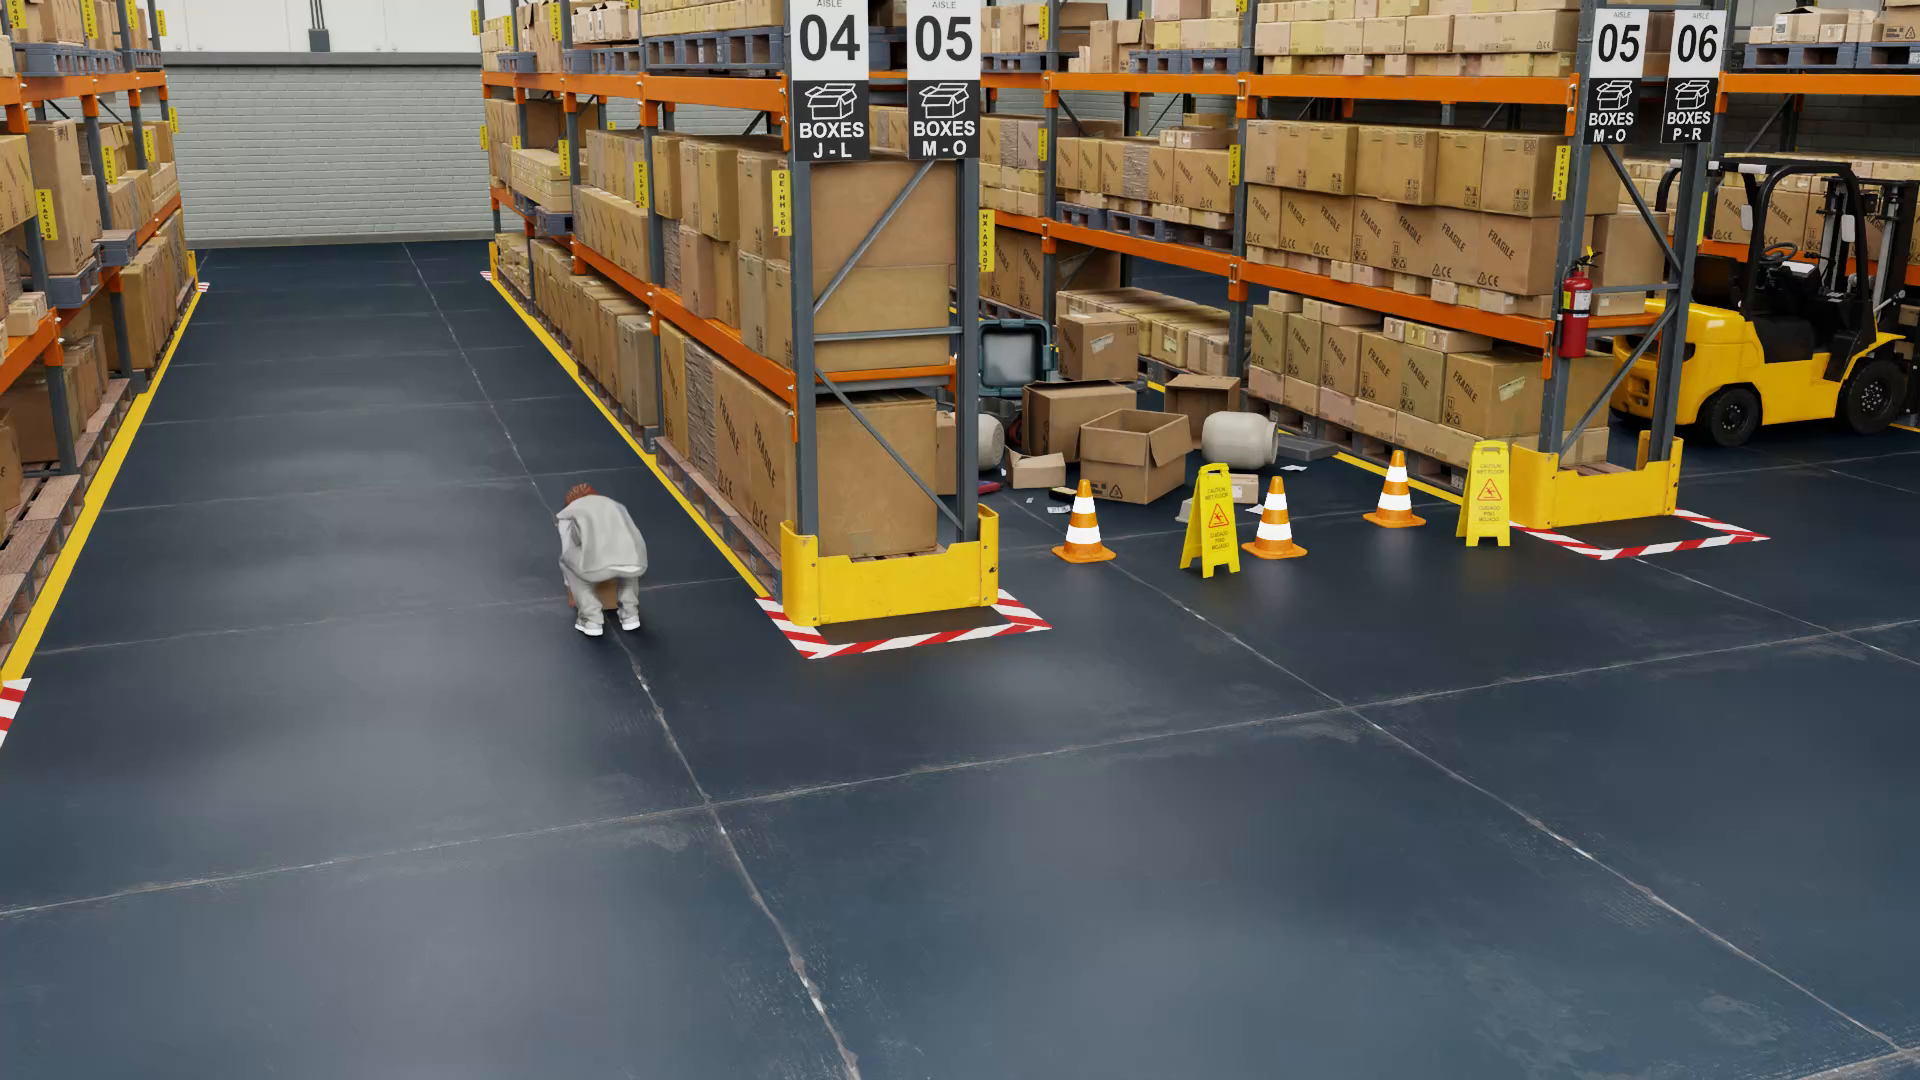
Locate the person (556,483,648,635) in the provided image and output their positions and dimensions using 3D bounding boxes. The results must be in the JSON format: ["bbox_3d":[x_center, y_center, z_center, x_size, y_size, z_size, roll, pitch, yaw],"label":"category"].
[{"bbox_3d":[-1.904,0.123,8.841,0.422,0.730,0.850,-6,17,-21],"label":"person"}]
